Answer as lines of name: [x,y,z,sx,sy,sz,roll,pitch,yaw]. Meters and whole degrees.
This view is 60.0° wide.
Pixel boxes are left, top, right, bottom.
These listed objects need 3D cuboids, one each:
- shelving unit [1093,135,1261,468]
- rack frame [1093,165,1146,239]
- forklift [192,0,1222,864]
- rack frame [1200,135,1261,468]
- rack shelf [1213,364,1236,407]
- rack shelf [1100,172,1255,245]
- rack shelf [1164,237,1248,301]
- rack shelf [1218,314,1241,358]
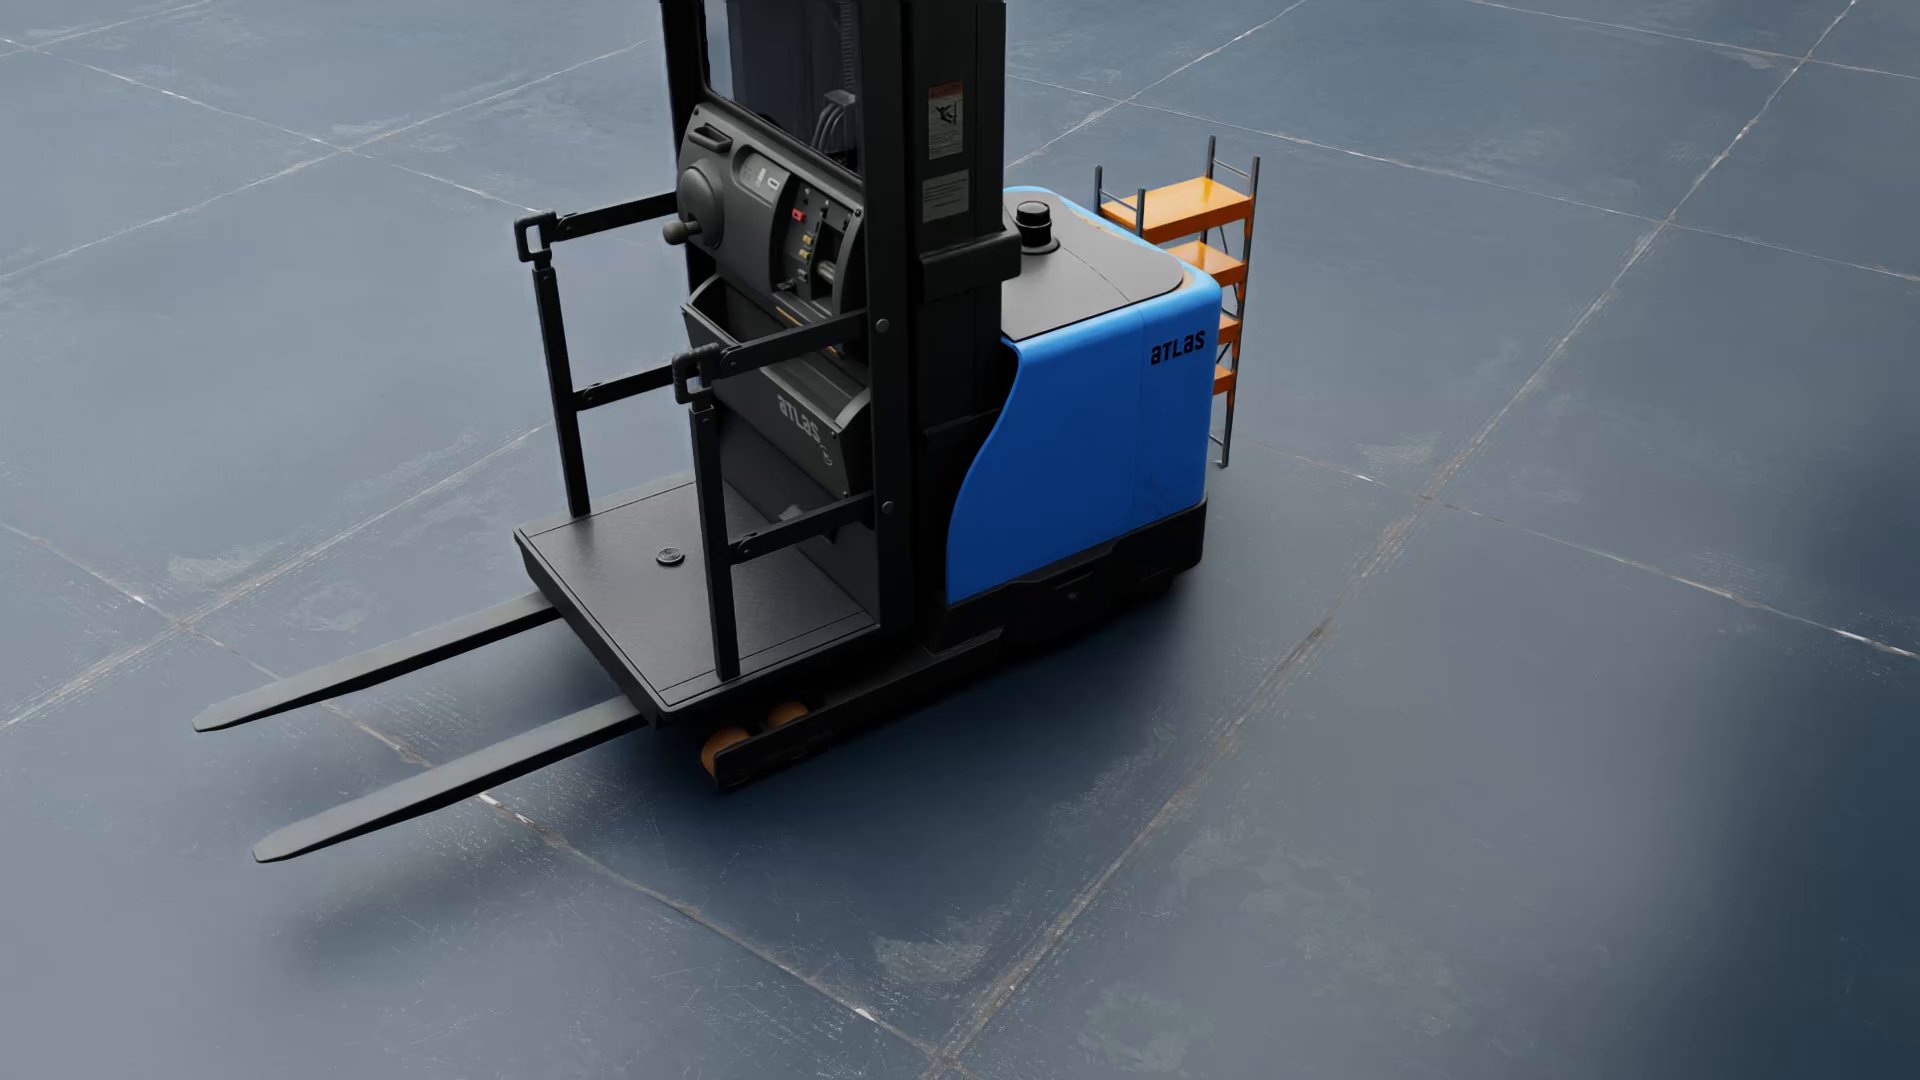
shelving unit: [0.715,-0.744,5.779,0.503,1.200,0.258,-21,39,-28]
rack frame: [0.513,-0.667,5.665,0.015,1.200,0.240,-21,39,-28]
forklift: [-0.697,-0.856,4.400,3.031,2.935,1.130,-21,39,-28]
rack frame: [0.917,-0.820,5.892,0.015,1.200,0.240,-21,39,-28]
rack shelf: [0.715,-0.523,5.928,0.480,0.148,0.258,-21,39,-28]
rack shelf: [0.715,-1.069,5.559,0.480,0.148,0.258,-21,39,-28]
rack shelf: [0.715,-0.873,5.691,0.480,0.148,0.258,-21,39,-28]
rack shelf: [0.715,-0.688,5.816,0.480,0.148,0.258,-21,39,-28]
